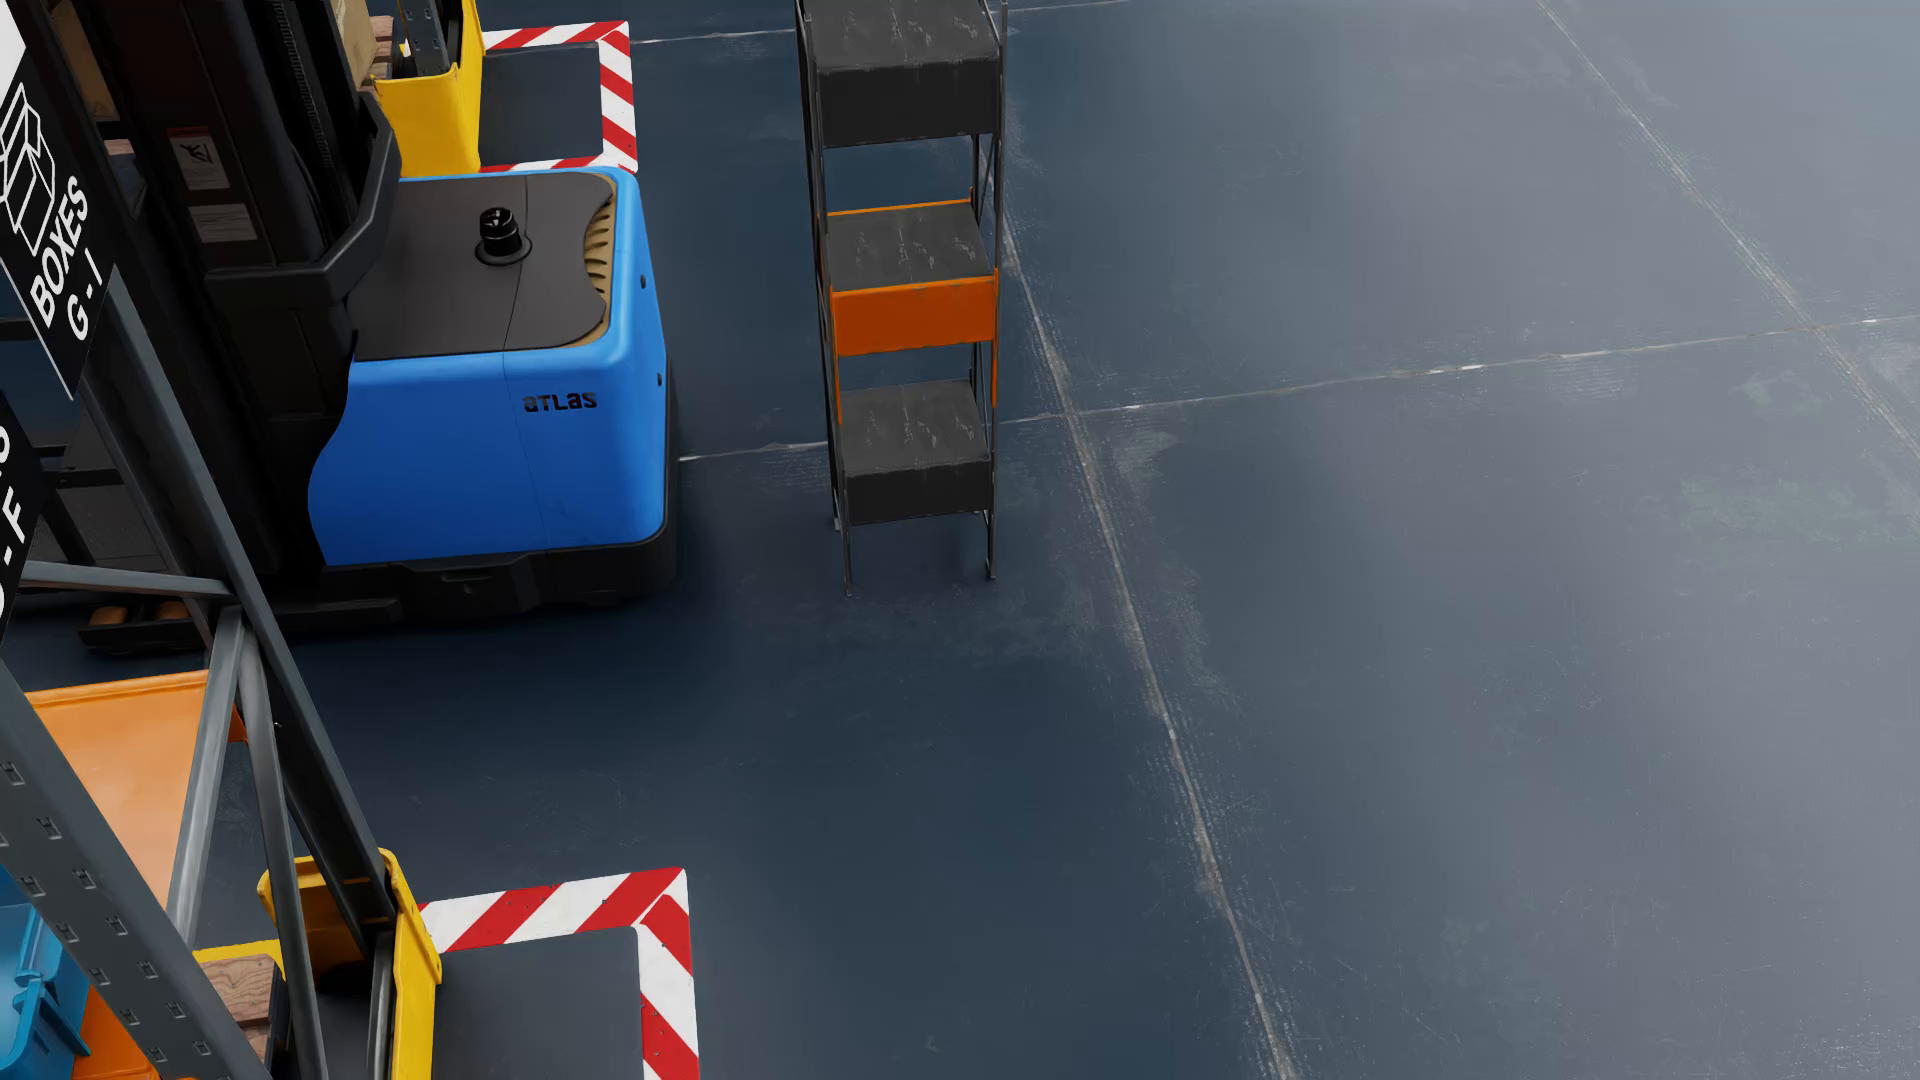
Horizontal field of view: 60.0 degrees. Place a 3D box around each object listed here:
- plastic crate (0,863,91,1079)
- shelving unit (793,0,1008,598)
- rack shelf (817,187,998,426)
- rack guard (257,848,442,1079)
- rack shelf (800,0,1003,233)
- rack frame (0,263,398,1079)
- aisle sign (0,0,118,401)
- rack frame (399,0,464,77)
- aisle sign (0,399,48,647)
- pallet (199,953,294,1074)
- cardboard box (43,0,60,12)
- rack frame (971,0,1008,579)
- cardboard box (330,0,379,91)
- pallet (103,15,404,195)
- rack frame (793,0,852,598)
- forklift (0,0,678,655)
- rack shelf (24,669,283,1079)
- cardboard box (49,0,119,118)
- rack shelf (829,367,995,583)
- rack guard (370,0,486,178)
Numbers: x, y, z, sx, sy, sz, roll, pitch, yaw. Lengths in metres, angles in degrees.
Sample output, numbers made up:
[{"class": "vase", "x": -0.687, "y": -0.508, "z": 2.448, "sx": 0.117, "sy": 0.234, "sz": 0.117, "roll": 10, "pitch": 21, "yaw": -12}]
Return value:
[{"class": "plastic crate", "x": -1.895, "y": 0.811, "z": 2.989, "sx": 0.616, "sy": 0.251, "sz": 0.499, "roll": -7, "pitch": 46, "yaw": -7}, {"class": "shelving unit", "x": -0.163, "y": -0.708, "z": 4.974, "sx": 0.503, "sy": 2.100, "sz": 0.431, "roll": -7, "pitch": 46, "yaw": -7}, {"class": "rack shelf", "x": -0.163, "y": -0.699, "z": 4.984, "sx": 0.480, "sy": 0.518, "sz": 0.431, "roll": -7, "pitch": 46, "yaw": -7}, {"class": "rack guard", "x": -1.520, "y": 1.396, "z": 4.058, "sx": 0.348, "sy": 0.500, "sz": 1.175, "roll": -7, "pitch": 46, "yaw": -7}, {"class": "rack shelf", "x": -0.163, "y": -1.184, "z": 4.480, "sx": 0.480, "sy": 0.518, "sz": 0.431, "roll": -7, "pitch": 46, "yaw": -7}, {"class": "rack frame", "x": -1.453, "y": 0.486, "z": 3.199, "sx": 0.127, "sy": 3.000, "sz": 1.000, "roll": -7, "pitch": 46, "yaw": -7}, {"class": "aisle sign", "x": -1.432, "y": -0.633, "z": 2.471, "sx": 0.004, "sy": 0.787, "sz": 0.394, "roll": -7, "pitch": 46, "yaw": -7}, {"class": "rack frame", "x": -2.298, "y": -3.029, "z": 6.585, "sx": 0.127, "sy": 3.000, "sz": 1.000, "roll": -7, "pitch": 46, "yaw": -7}, {"class": "aisle sign", "x": -1.332, "y": -0.214, "z": 2.068, "sx": 0.004, "sy": 0.787, "sz": 0.394, "roll": -7, "pitch": 46, "yaw": -7}, {"class": "pallet", "x": -2.322, "y": 1.592, "z": 4.069, "sx": 1.213, "sy": 0.211, "sz": 1.003, "roll": -7, "pitch": 46, "yaw": -7}, {"class": "cardboard box", "x": -4.119, "y": -2.081, "z": 7.116, "sx": 0.500, "sy": 0.500, "sz": 0.500, "roll": -3, "pitch": 46, "yaw": -3}, {"class": "rack frame", "x": 0.077, "y": -0.738, "z": 5.003, "sx": 0.015, "sy": 2.100, "sz": 0.400, "roll": -7, "pitch": 46, "yaw": -7}, {"class": "cardboard box", "x": -2.916, "y": -2.242, "z": 7.272, "sx": 0.500, "sy": 0.500, "sz": 0.500, "roll": 1, "pitch": 46, "yaw": 1}, {"class": "pallet", "x": -3.179, "y": -1.977, "z": 7.508, "sx": 1.213, "sy": 0.211, "sz": 1.003, "roll": -7, "pitch": 46, "yaw": -7}, {"class": "rack frame", "x": -0.404, "y": -0.678, "z": 4.945, "sx": 0.015, "sy": 2.100, "sz": 0.400, "roll": -7, "pitch": 46, "yaw": -7}, {"class": "forklift", "x": -2.500, "y": -1.048, "z": 4.725, "sx": 3.031, "sy": 2.935, "sz": 1.130, "roll": -5, "pitch": 46, "yaw": -4}, {"class": "rack shelf", "x": -3.424, "y": 0.981, "z": 3.221, "sx": 4.000, "sy": 0.370, "sz": 1.077, "roll": -7, "pitch": 46, "yaw": -7}, {"class": "cardboard box", "x": -3.499, "y": -2.144, "z": 7.177, "sx": 0.500, "sy": 0.500, "sz": 0.500, "roll": 4, "pitch": 46, "yaw": 4}, {"class": "rack shelf", "x": -0.163, "y": -0.213, "z": 5.488, "sx": 0.480, "sy": 0.518, "sz": 0.431, "roll": -7, "pitch": 46, "yaw": -7}, {"class": "rack guard", "x": -2.373, "y": -2.152, "z": 7.476, "sx": 0.348, "sy": 0.500, "sz": 1.175, "roll": -7, "pitch": 46, "yaw": -7}]
